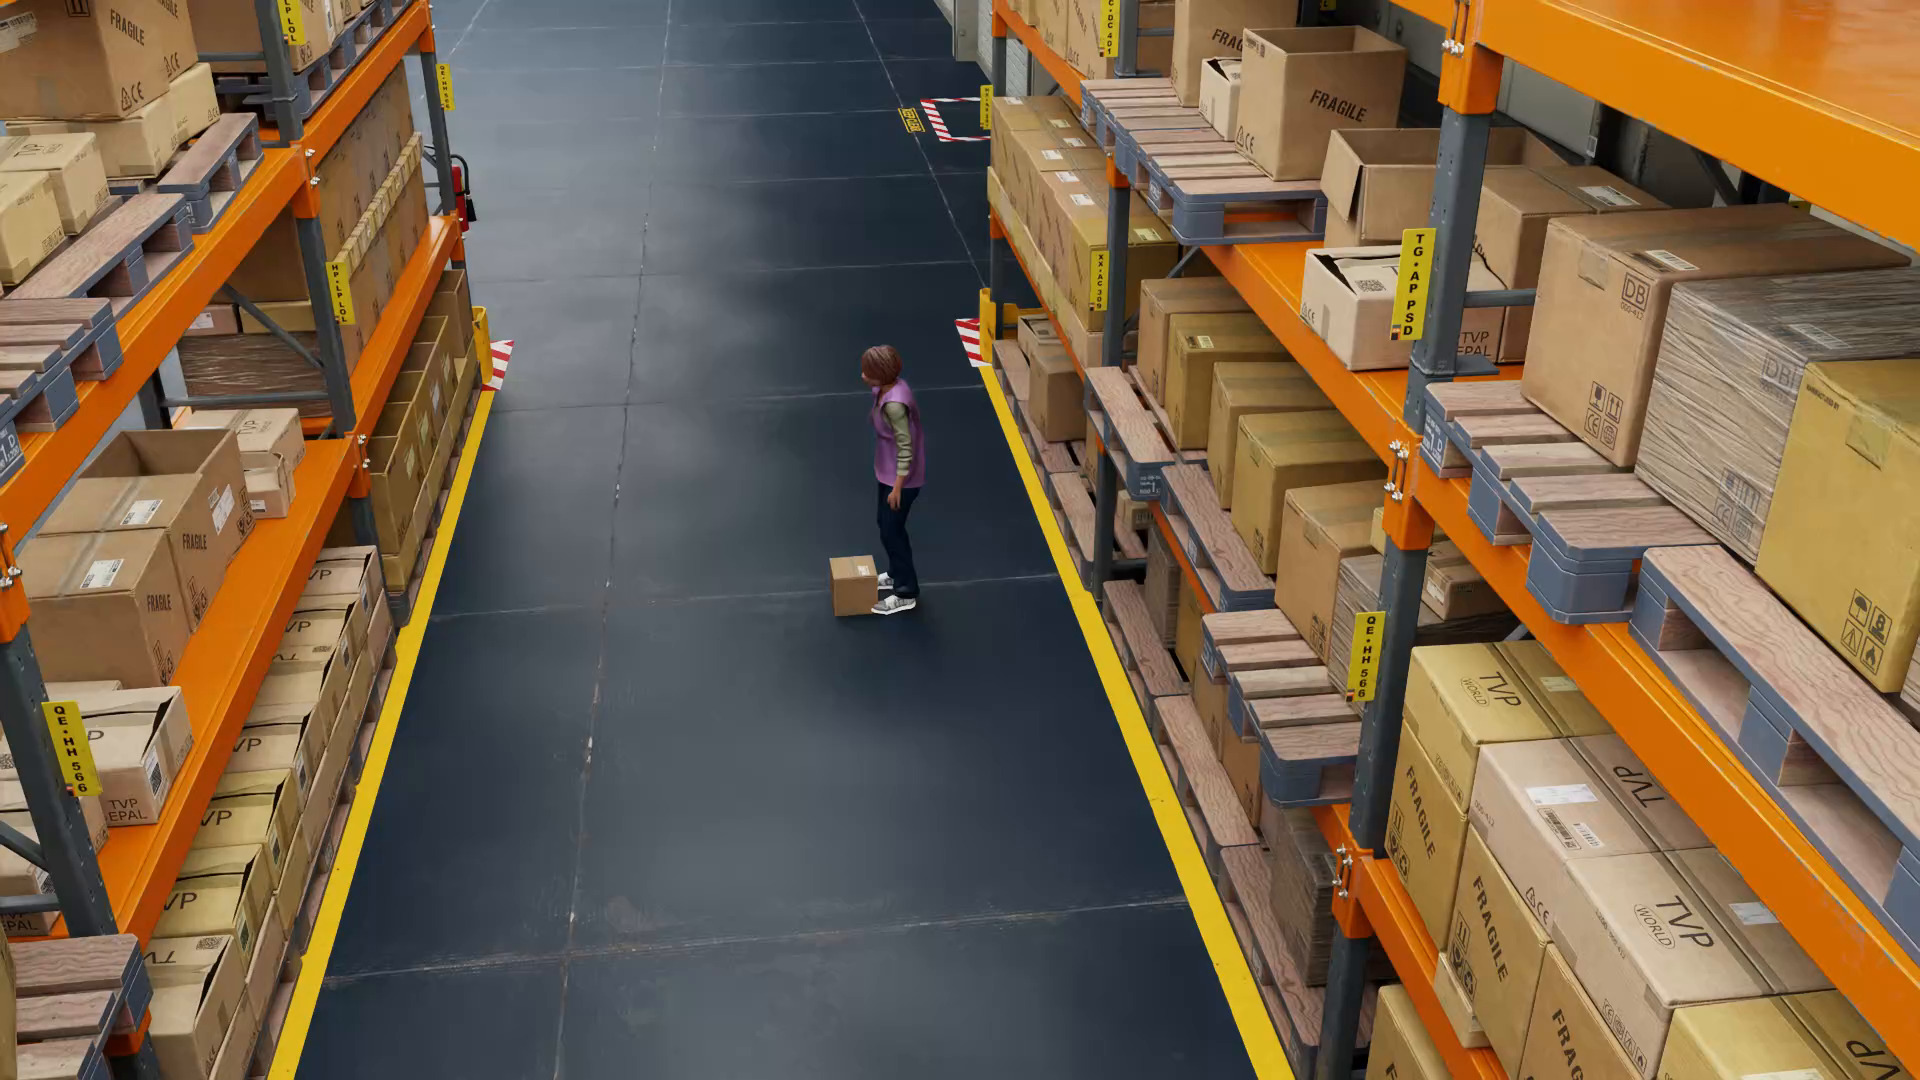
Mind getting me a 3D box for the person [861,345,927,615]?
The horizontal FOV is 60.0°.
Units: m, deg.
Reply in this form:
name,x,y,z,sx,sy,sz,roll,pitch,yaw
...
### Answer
name,x,y,z,sx,sy,sz,roll,pitch,yaw
person,-0.369,-0.345,9.305,0.344,1.581,0.485,-5,28,-10
